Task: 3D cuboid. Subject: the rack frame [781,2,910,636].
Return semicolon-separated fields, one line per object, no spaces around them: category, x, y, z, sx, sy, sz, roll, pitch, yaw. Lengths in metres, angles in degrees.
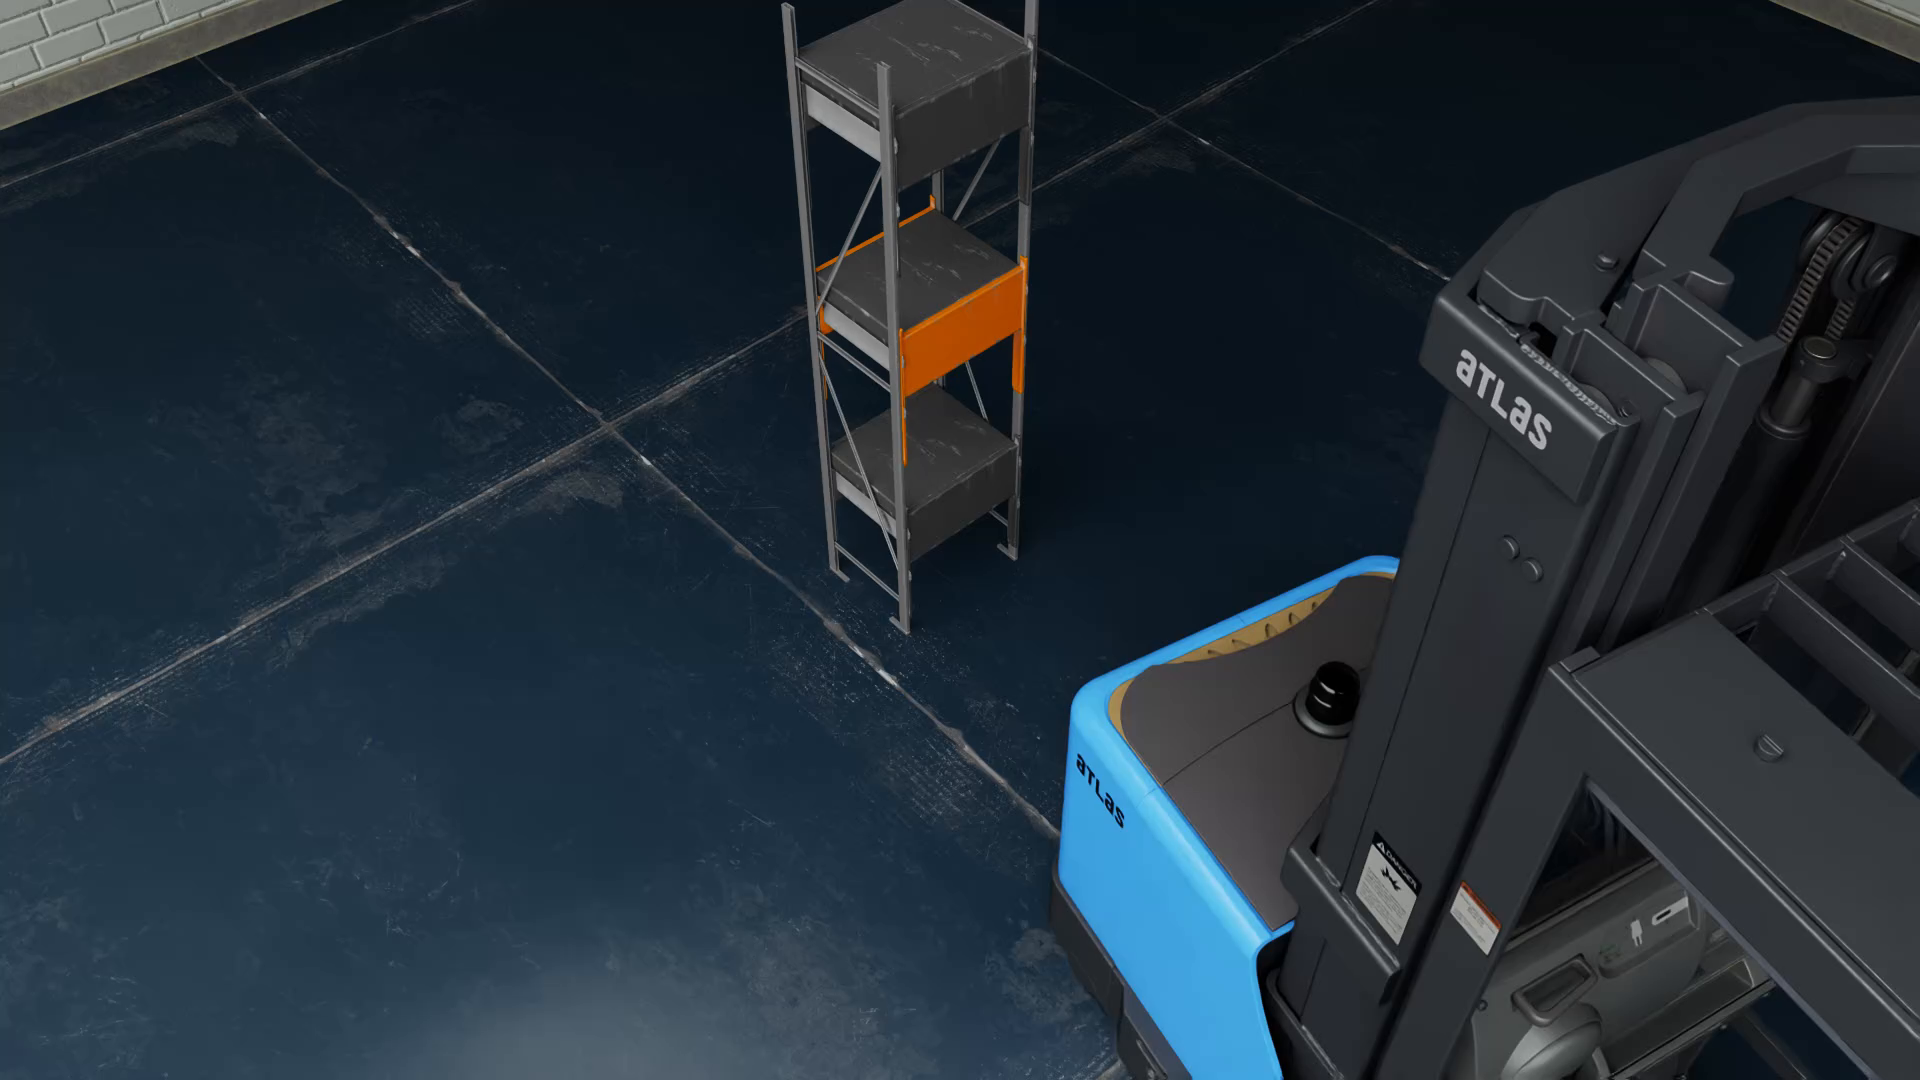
rack frame;-0.303;-0.510;4.791;0.015;2.100;0.400;-34;56;-27

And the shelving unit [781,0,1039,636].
shelving unit;-0.122;-0.630;4.903;0.503;2.100;0.431;-34;56;-27

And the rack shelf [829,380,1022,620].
rack shelf;-0.122;-0.146;5.427;0.480;0.518;0.431;-34;56;-27

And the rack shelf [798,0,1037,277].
rack shelf;-0.122;-1.096;4.398;0.480;0.518;0.431;-34;56;-27

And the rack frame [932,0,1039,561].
rack frame;0.058;-0.751;5.014;0.015;2.100;0.400;-34;56;-27

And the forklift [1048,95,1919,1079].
forklift;1.402;0.869;2.954;1.130;2.935;3.031;-22;51;-19

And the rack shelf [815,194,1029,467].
rack shelf;-0.122;-0.621;4.913;0.480;0.518;0.431;-34;56;-27
